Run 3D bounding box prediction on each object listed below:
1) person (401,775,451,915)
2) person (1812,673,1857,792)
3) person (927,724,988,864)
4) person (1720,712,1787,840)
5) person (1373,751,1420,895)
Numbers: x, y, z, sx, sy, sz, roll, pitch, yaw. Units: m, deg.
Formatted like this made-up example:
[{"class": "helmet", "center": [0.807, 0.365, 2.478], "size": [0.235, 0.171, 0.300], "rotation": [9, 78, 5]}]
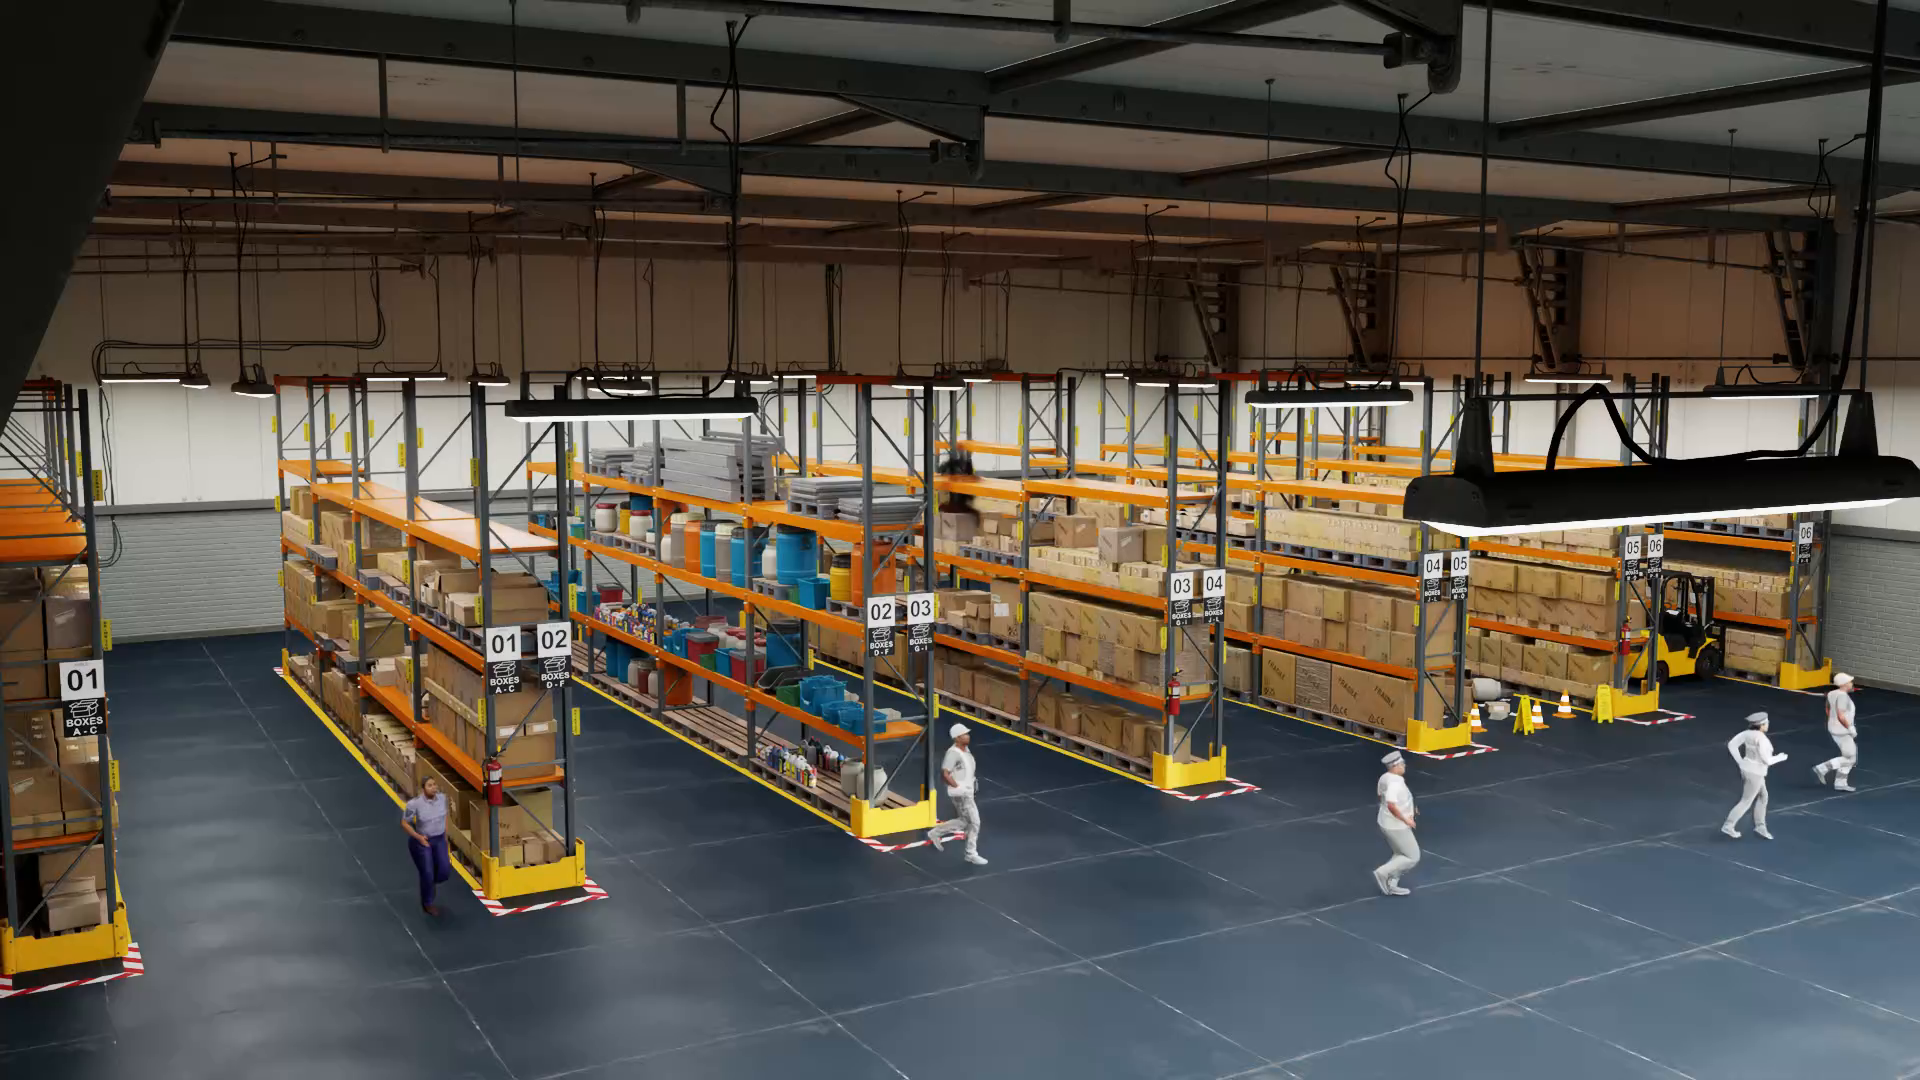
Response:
[{"class": "person", "center": [-6.068, 3.475, 19.012], "size": [0.558, 1.616, 0.624], "rotation": [6, 9, 43]}, {"class": "person", "center": [12.825, 2.809, 24.328], "size": [0.625, 1.750, 0.666], "rotation": [2, 6, 14]}, {"class": "person", "center": [-0.036, 3.190, 20.940], "size": [0.789, 1.777, 0.729], "rotation": [1, 6, 7]}, {"class": "person", "center": [10.389, 3.113, 21.779], "size": [0.809, 1.737, 0.505], "rotation": [0, 6, 2]}, {"class": "person", "center": [5.139, 3.333, 19.550], "size": [0.619, 1.728, 0.658], "rotation": [0, 6, -3]}]
